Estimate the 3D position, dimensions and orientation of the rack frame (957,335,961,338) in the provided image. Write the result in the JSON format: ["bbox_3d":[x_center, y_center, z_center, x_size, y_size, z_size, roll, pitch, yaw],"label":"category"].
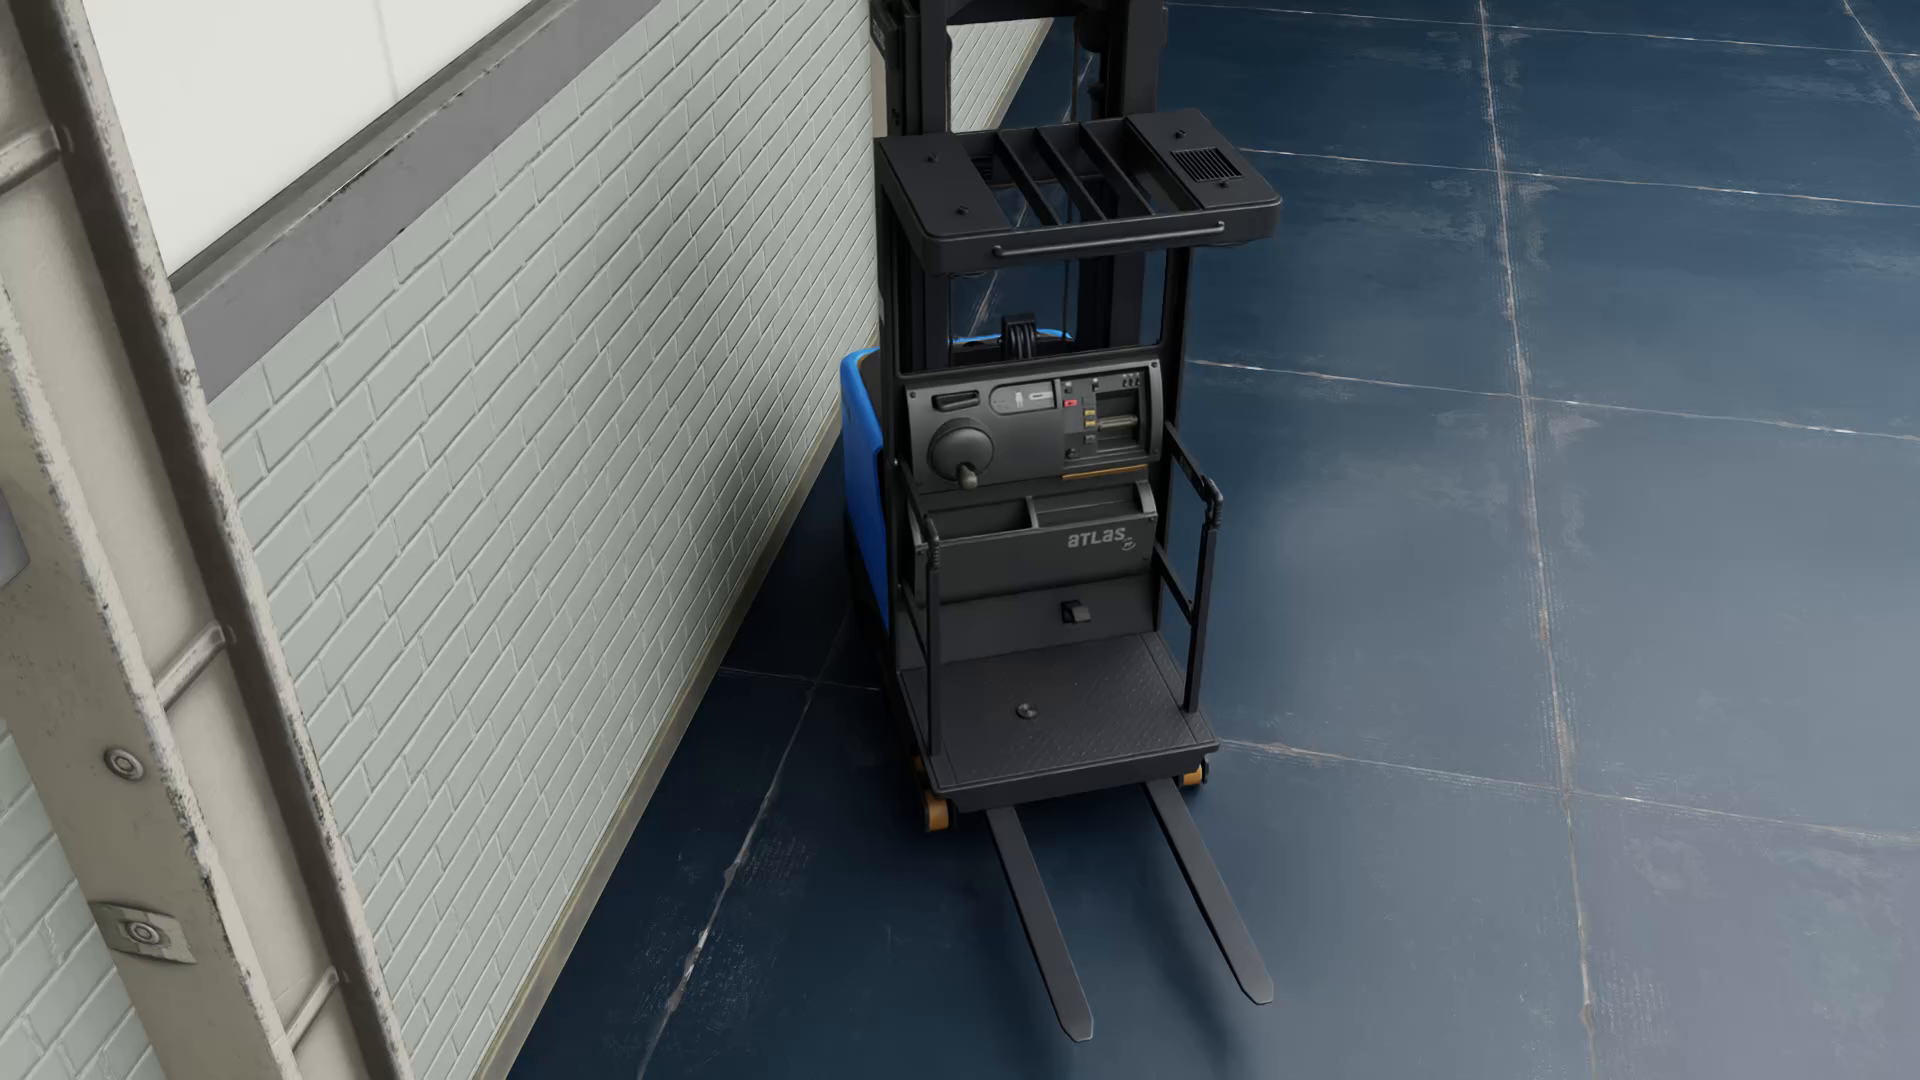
[{"bbox_3d":[-0.092,-0.446,7.470,0.200,1.050,0.008,-8,37,-11],"label":"rack frame"}]

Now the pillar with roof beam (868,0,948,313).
[{"bbox_3d":[3.944,-4.275,5.980,9.100,9.000,0.400,7,37,10],"label":"pillar with roof beam"}]

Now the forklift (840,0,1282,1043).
[{"bbox_3d":[0.324,-0.345,5.728,1.130,2.935,3.031,-8,37,-11],"label":"forklift"}]

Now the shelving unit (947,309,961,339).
[{"bbox_3d":[-0.121,-0.515,7.566,0.215,1.050,0.252,-8,37,-11],"label":"shelving unit"}]
